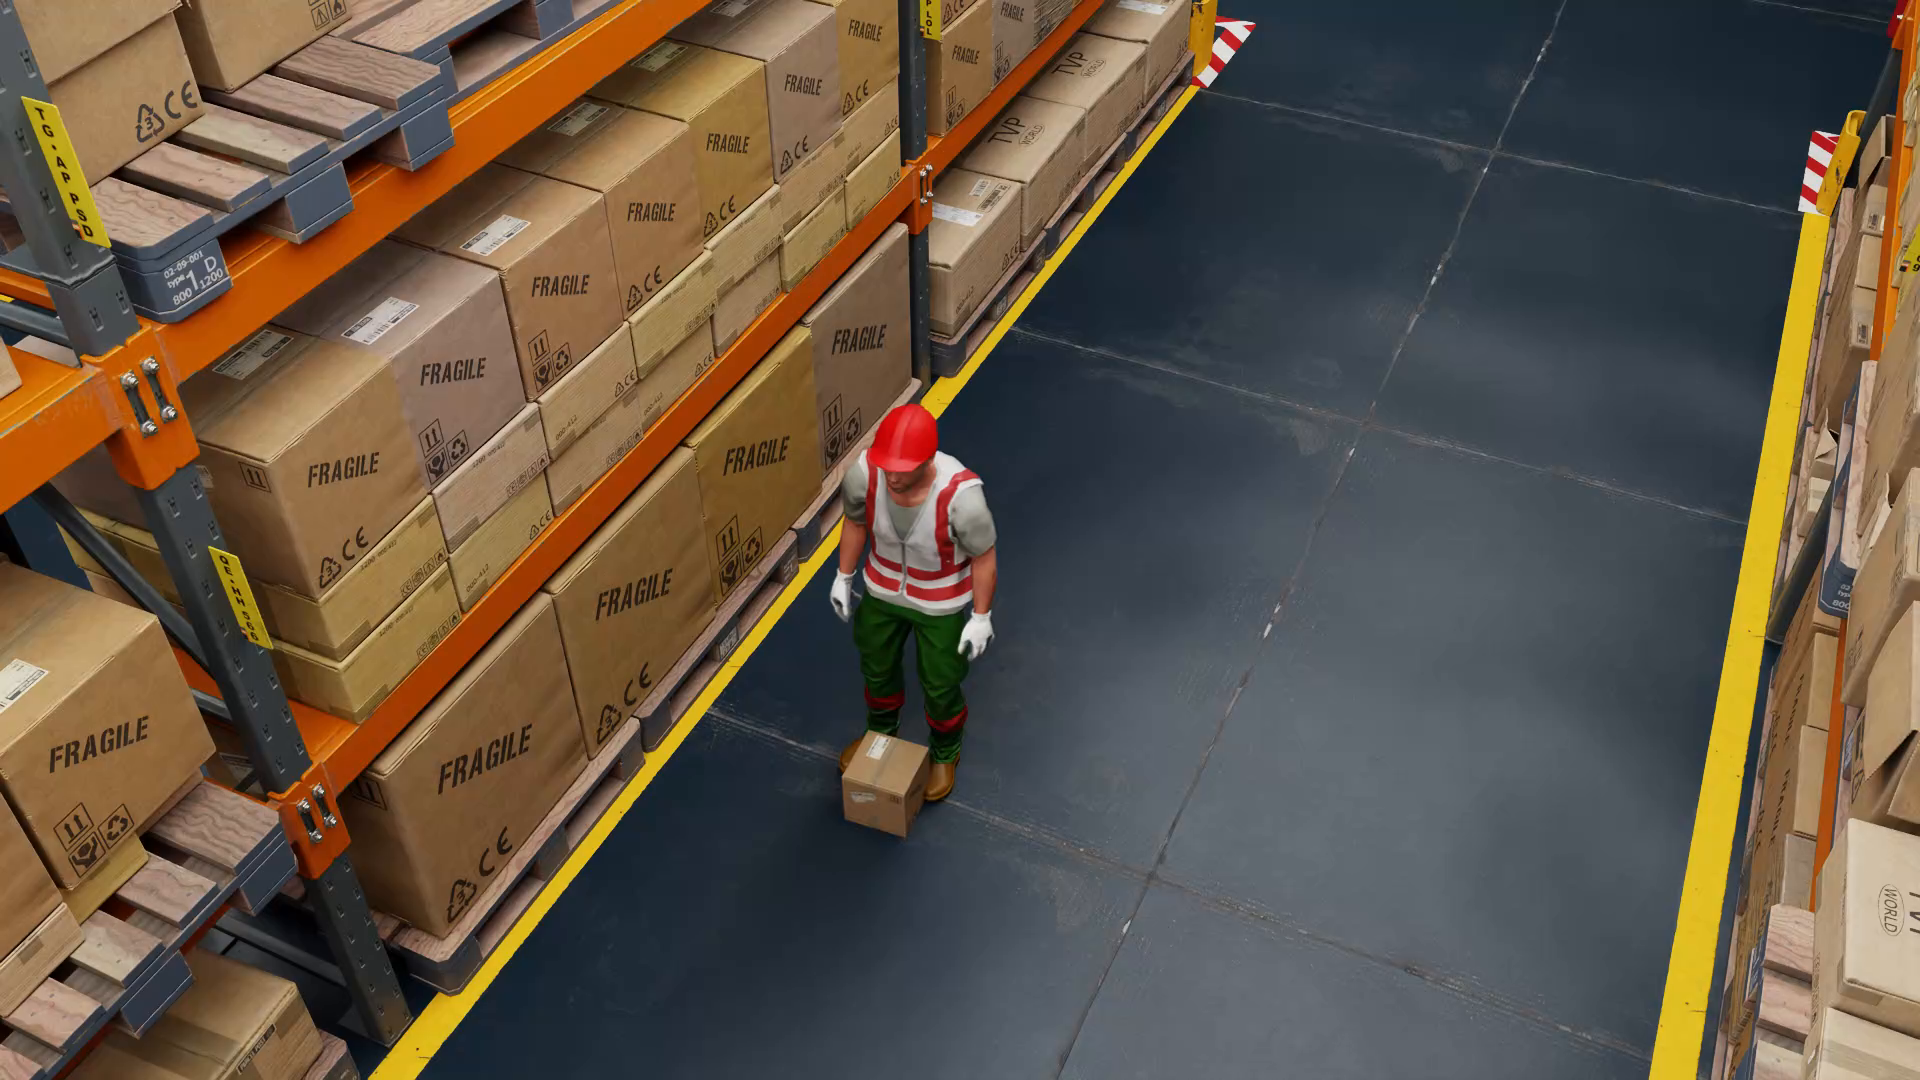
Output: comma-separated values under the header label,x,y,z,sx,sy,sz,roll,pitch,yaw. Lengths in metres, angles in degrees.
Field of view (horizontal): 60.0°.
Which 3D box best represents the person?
label,x,y,z,sx,sy,sz,roll,pitch,yaw
person,-0.179,0.209,5.912,0.609,1.779,0.448,18,45,19
